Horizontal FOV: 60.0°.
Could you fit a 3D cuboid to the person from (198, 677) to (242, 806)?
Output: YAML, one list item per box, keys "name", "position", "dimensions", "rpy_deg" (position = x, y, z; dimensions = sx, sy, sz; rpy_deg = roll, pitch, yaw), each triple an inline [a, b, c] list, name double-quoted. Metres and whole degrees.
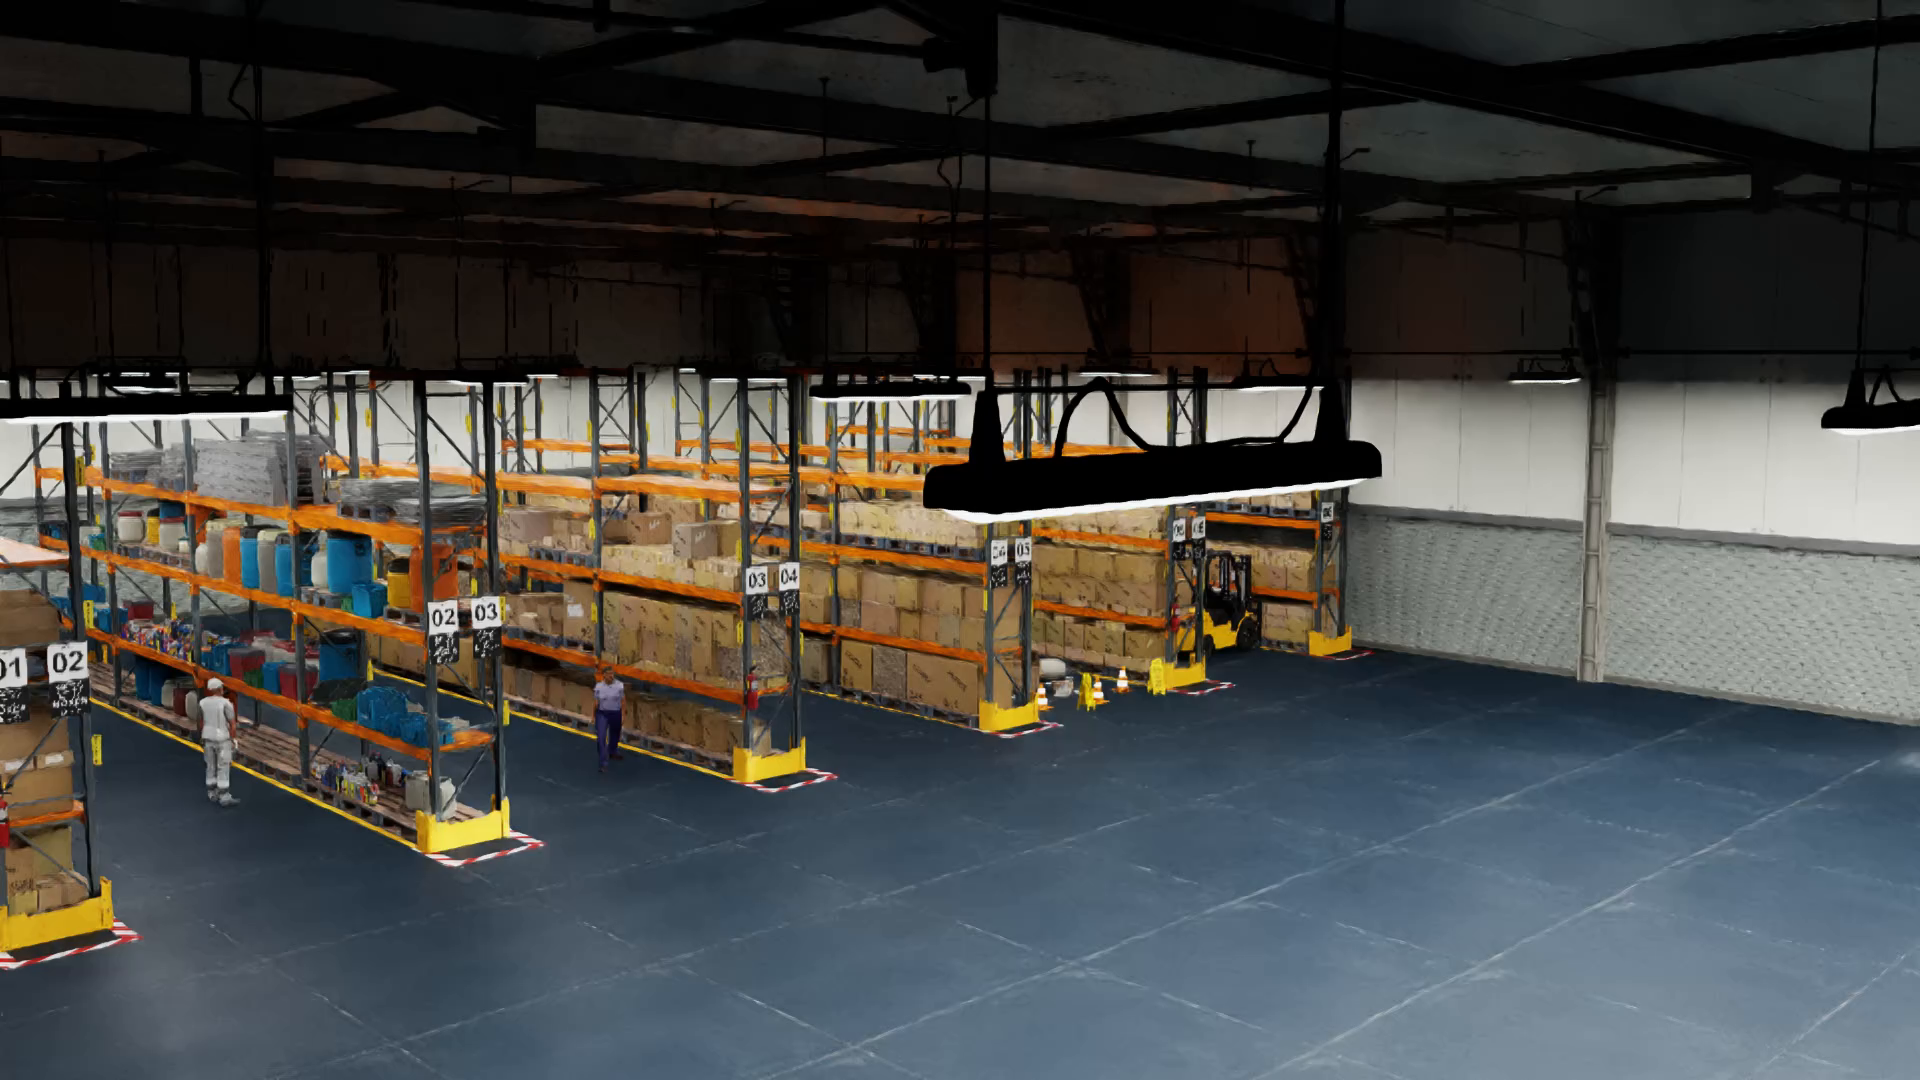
- name: "person"
  position: [-10.378, 2.799, 23.326]
  dimensions: [0.606, 1.786, 0.442]
  rpy_deg: [2, 7, 14]

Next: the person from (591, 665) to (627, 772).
- name: "person"
  position: [-5.352, 2.683, 25.390]
  dimensions: [0.518, 1.590, 0.944]
  rpy_deg: [-3, 7, -21]
